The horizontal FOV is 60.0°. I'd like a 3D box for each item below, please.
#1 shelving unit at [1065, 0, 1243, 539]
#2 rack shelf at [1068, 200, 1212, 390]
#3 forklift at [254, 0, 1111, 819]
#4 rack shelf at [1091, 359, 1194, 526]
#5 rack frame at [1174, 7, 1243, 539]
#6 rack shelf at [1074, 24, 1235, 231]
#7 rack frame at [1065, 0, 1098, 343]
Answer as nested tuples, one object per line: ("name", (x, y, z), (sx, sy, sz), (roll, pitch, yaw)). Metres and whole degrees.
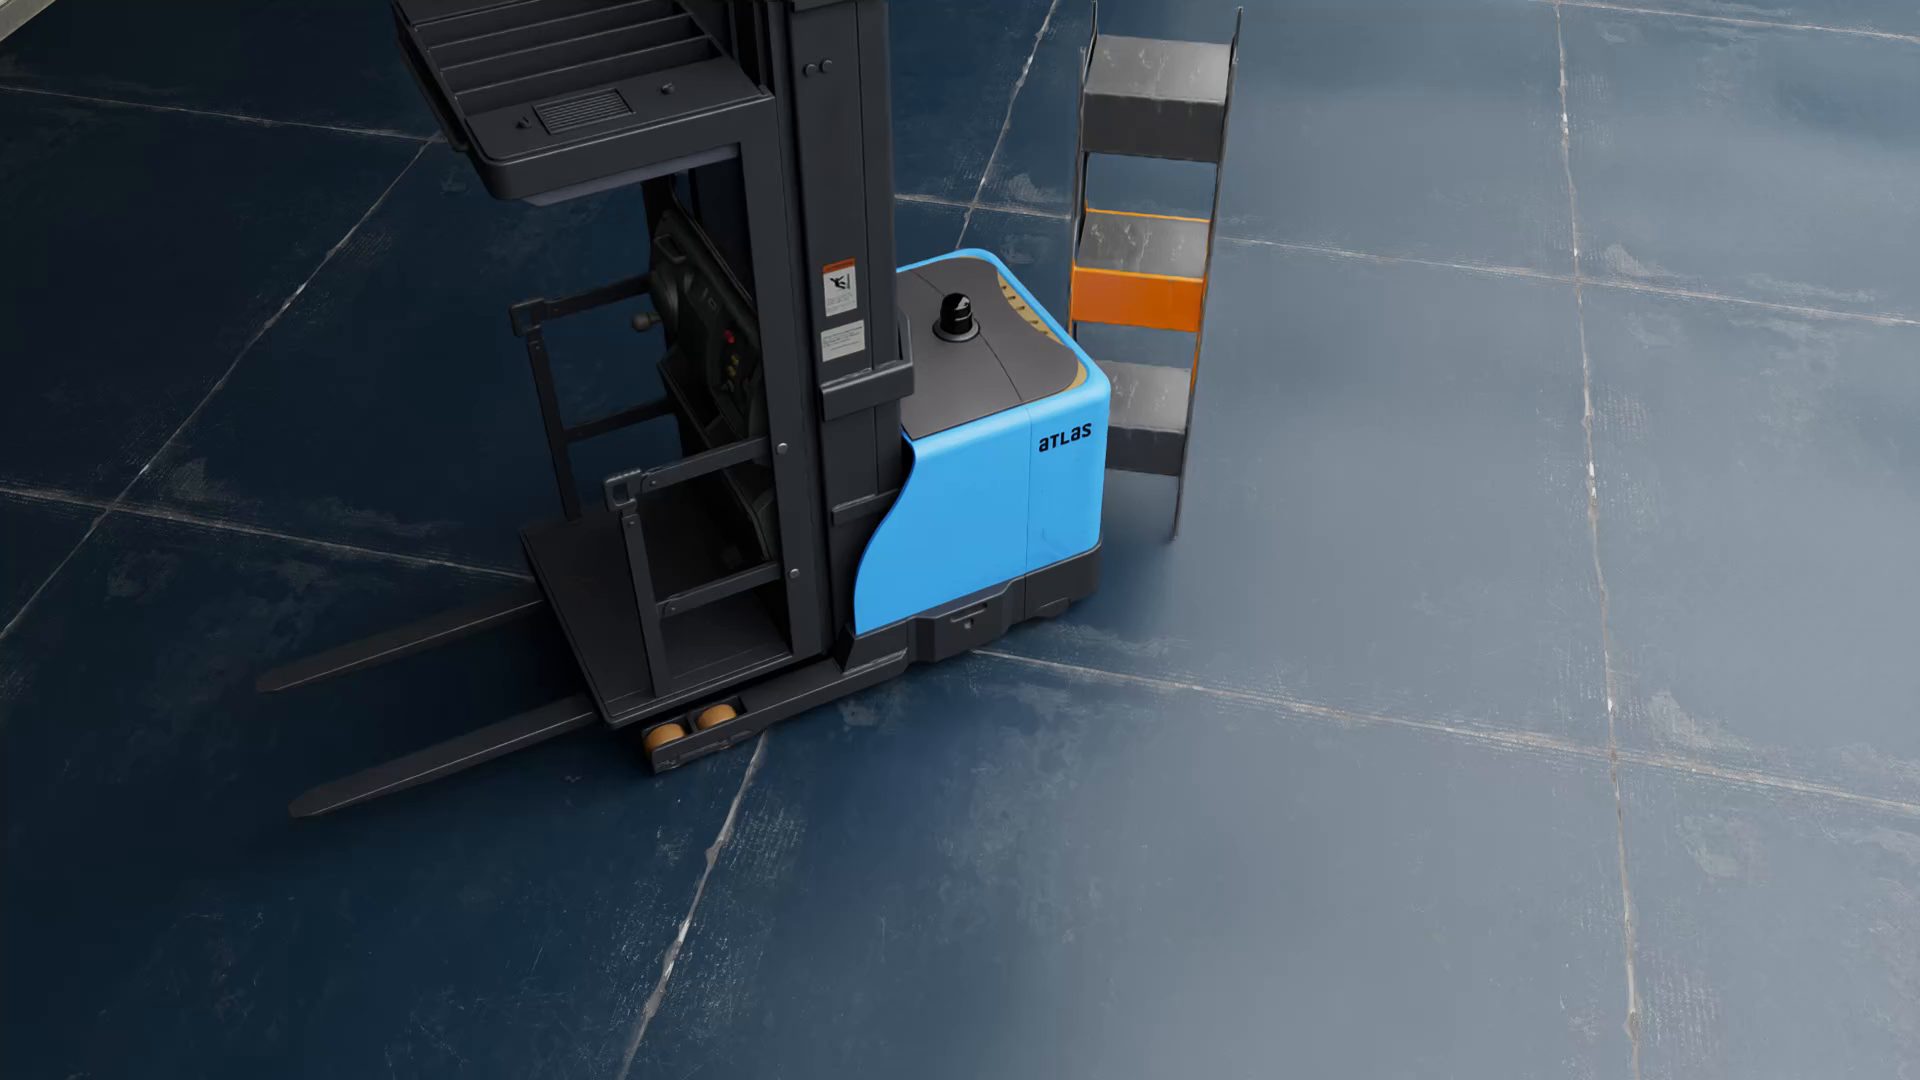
("shelving unit", (0.668, -0.925, 6.197), (0.503, 2.100, 0.431), (7, 44, 7))
("rack shelf", (0.668, -0.915, 6.206), (0.480, 0.518, 0.431), (7, 44, 7))
("forklift", (-1.007, -0.663, 5.325), (3.031, 2.935, 1.130), (-20, 47, -19))
("rack shelf", (0.668, -0.411, 6.692), (0.480, 0.518, 0.431), (7, 44, 7))
("rack frame", (0.909, -0.897, 6.168), (0.015, 2.100, 0.400), (7, 44, 7))
("rack shelf", (0.668, -1.419, 5.721), (0.480, 0.518, 0.431), (7, 44, 7))
("rack frame", (0.427, -0.953, 6.226), (0.015, 2.100, 0.400), (7, 44, 7))
